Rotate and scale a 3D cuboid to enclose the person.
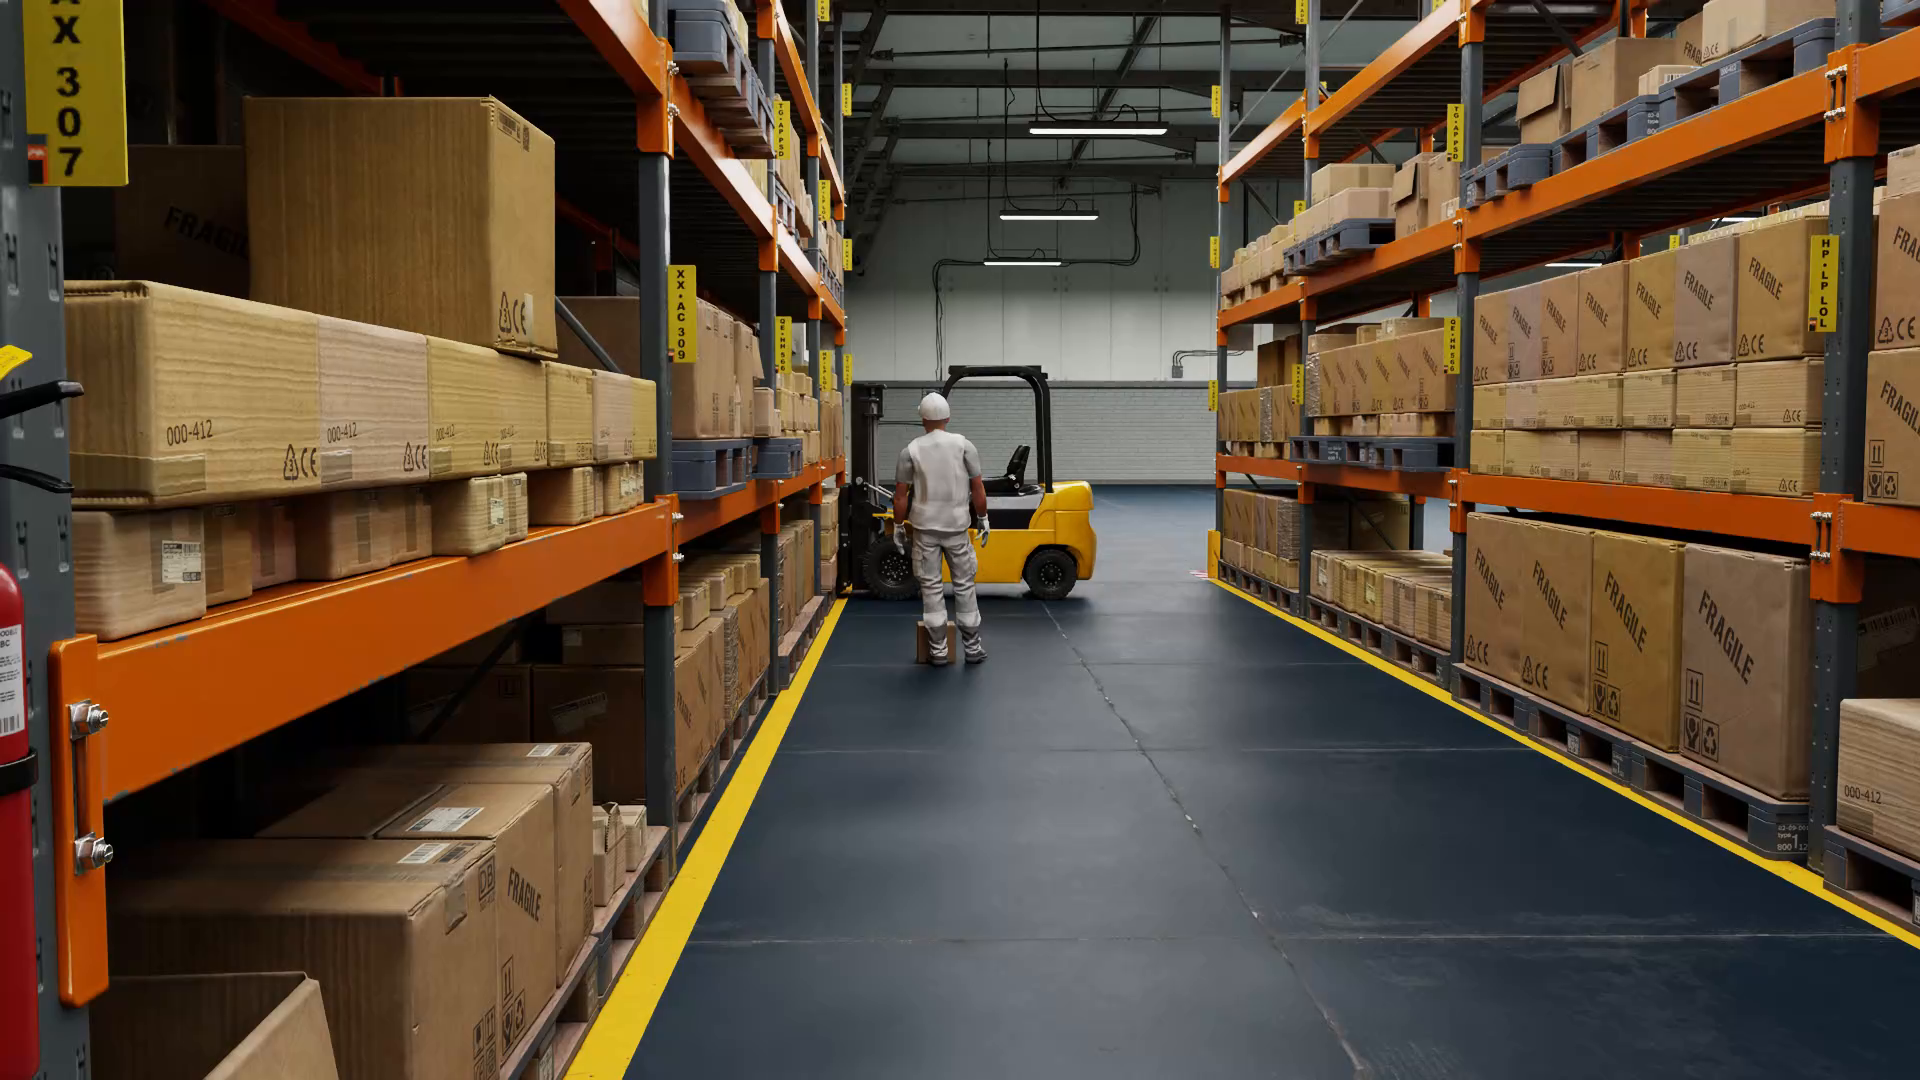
[{"bbox_3d":[-0.122,-0.075,11.006,0.637,1.787,0.565,0,4,-1],"label":"person"}]
